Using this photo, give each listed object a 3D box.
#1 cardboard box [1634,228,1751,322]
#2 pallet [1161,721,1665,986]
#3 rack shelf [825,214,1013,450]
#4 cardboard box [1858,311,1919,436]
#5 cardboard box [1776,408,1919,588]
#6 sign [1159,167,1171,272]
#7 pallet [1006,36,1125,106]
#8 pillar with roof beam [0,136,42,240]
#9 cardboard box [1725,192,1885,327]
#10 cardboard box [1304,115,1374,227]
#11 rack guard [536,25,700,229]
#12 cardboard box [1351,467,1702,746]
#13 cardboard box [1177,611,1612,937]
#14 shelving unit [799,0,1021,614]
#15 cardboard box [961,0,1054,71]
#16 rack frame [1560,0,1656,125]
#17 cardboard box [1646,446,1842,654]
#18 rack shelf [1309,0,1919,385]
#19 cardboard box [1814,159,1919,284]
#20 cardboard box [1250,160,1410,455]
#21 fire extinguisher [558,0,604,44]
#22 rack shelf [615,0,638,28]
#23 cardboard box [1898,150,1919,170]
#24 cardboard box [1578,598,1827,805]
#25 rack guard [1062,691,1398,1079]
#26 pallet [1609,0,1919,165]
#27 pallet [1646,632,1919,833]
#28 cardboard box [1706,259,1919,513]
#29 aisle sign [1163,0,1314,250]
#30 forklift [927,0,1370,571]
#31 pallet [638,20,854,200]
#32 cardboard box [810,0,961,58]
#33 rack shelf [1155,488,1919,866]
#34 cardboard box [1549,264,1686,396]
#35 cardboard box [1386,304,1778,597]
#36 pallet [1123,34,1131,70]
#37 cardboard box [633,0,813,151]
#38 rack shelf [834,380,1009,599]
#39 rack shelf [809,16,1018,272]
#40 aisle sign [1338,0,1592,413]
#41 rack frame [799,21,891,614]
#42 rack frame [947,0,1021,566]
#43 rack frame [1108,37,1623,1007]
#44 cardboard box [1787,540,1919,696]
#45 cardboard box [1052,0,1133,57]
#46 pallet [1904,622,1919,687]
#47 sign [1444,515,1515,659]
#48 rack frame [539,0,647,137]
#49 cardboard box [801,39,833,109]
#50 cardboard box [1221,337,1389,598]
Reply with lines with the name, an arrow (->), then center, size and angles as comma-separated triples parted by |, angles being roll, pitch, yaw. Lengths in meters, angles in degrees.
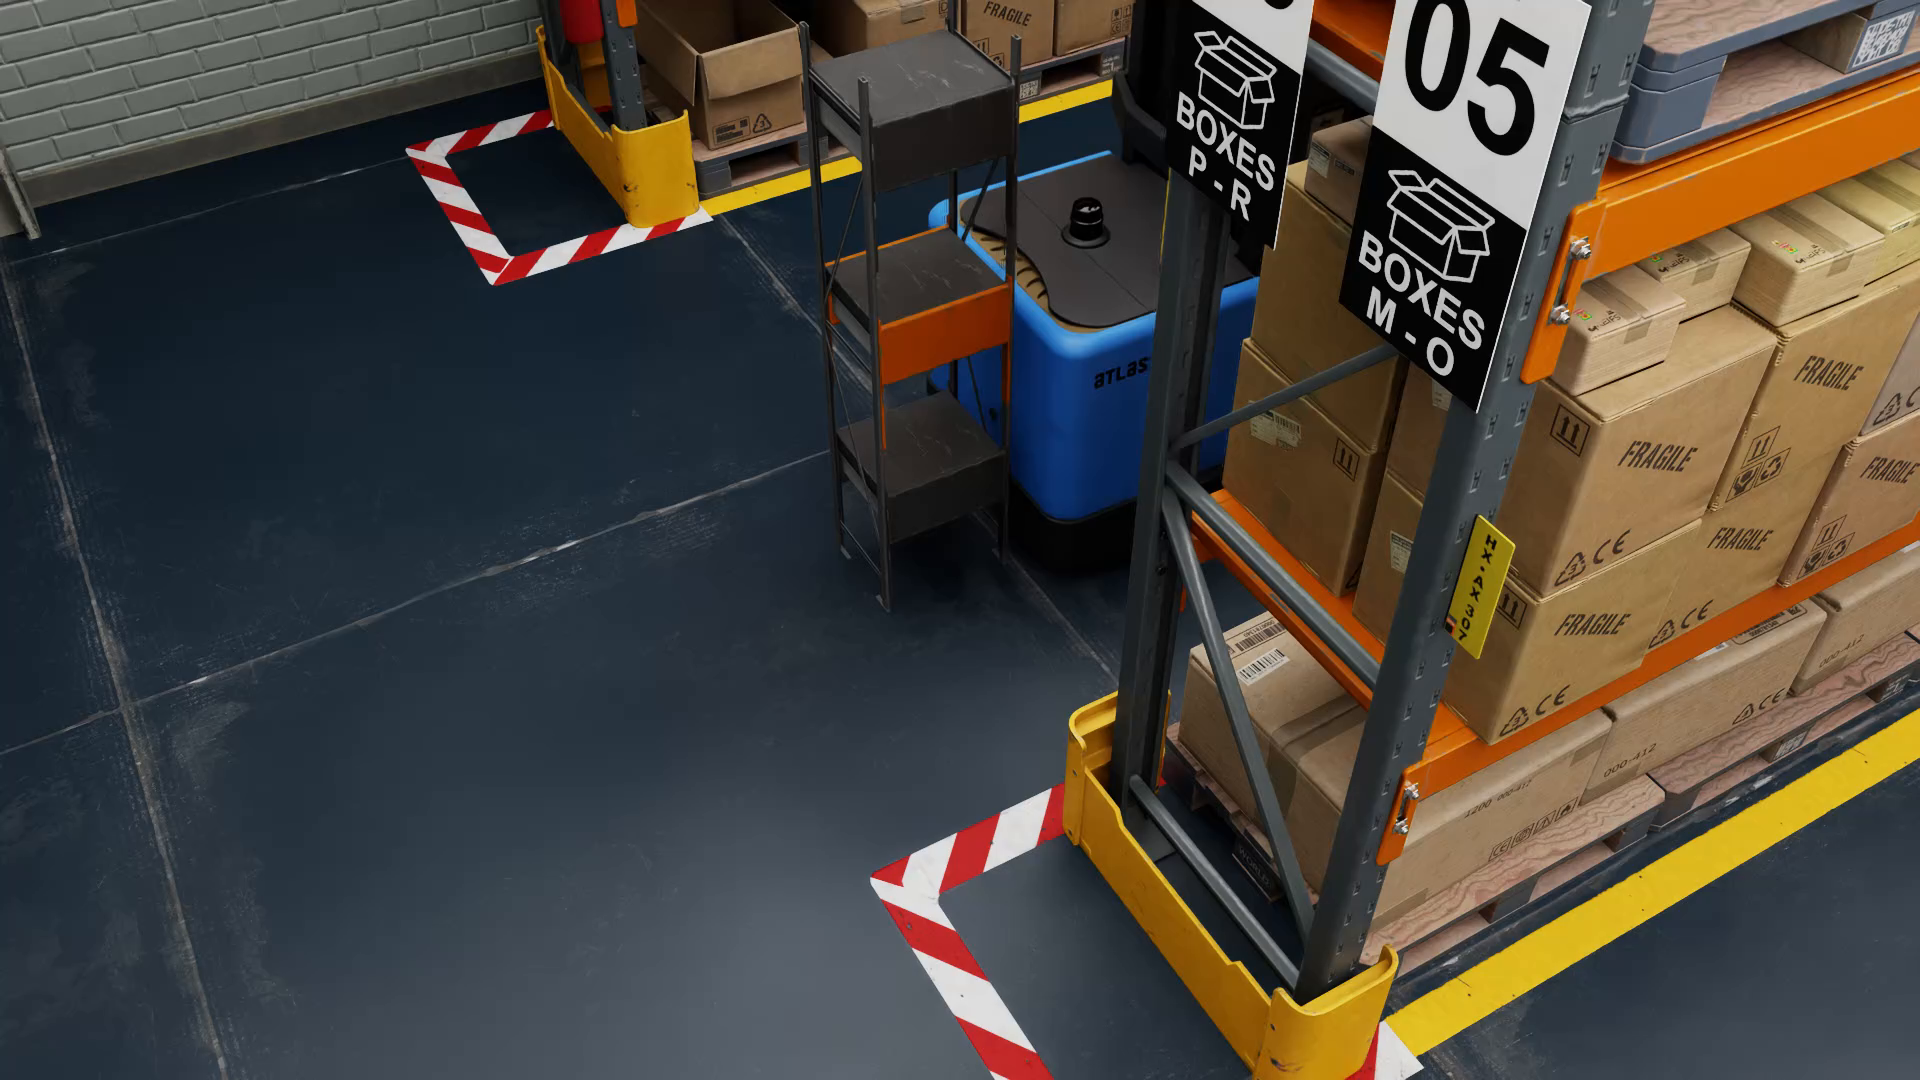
cardboard box -> 1.400, -0.618, 3.477 | 0.250, 0.149, 0.380 | -21, 48, -20
pallet -> 1.417, 0.776, 5.299 | 1.213, 0.211, 1.003 | -22, 48, -21
rack shelf -> -0.144, -0.686, 5.469 | 0.480, 0.518, 0.431 | -22, 48, -21
cardboard box -> 2.208, -0.656, 3.983 | 0.500, 0.500, 0.500 | -22, 48, -21
cardboard box -> 2.197, -0.287, 4.321 | 0.500, 0.500, 0.500 | -22, 48, -21
sign -> 0.504, -0.733, 3.850 | 0.005, 0.325, 0.100 | -22, 48, -21
pallet -> 0.100, -2.620, 8.798 | 1.213, 0.211, 1.003 | -22, 48, -21
pillar with roof beam -> -2.356, -2.059, 1.910 | 0.400, 9.000, 9.100 | -22, 48, -21
cardboard box -> 1.683, -0.639, 3.499 | 0.250, 0.149, 0.380 | -20, 48, -20
cardboard box -> 0.974, -0.773, 3.638 | 0.250, 0.149, 0.380 | -21, 48, -20
rack guard -> -1.647, -2.026, 7.978 | 0.348, 0.500, 1.175 | -22, 48, -21
cardboard box -> 1.322, 0.071, 3.952 | 0.500, 0.500, 0.500 | -22, 48, -21
cardboard box -> 1.285, 0.579, 5.038 | 0.875, 0.438, 0.875 | -23, 49, -22
shelving unit -> -0.144, -0.696, 5.460 | 0.503, 2.100, 0.431 | -22, 48, -21
cardboard box -> 0.133, -2.701, 8.373 | 0.500, 0.500, 0.500 | -21, 48, -20
rack frame -> 0.763, -2.053, 1.904 | 0.127, 3.000, 1.000 | -22, 48, -21
cardboard box -> 1.747, -0.122, 4.150 | 0.500, 0.500, 0.500 | -22, 48, -21
rack shelf -> 2.497, -1.413, 3.914 | 4.000, 0.370, 1.077 | -22, 48, -21
cardboard box -> 1.902, -0.741, 3.604 | 0.250, 0.149, 0.380 | -23, 49, -22
cardboard box -> 1.062, -0.606, 3.931 | 0.500, 0.500, 0.500 | -20, 48, -20
fire extinguisher -> -1.611, -2.405, 6.897 | 0.183, 0.674, 0.296 | -22, 48, -21
rack shelf -> 0.021, -3.332, 8.046 | 4.000, 0.370, 1.077 | -22, 48, -21
cardboard box -> 2.103, -0.864, 3.731 | 0.250, 0.149, 0.380 | -21, 48, -21
cardboard box -> 2.074, 0.256, 5.370 | 0.875, 0.438, 0.875 | -21, 48, -20
rack guard -> 0.742, 1.005, 4.856 | 0.348, 0.500, 1.175 | -22, 48, -21
pallet -> 1.401, -1.209, 3.251 | 1.213, 0.211, 1.003 | -22, 48, -21
pallet -> 2.474, 0.355, 5.733 | 1.213, 0.211, 1.003 | -22, 48, -21
cardboard box -> 1.765, -0.473, 3.794 | 0.500, 0.500, 0.500 | -23, 49, -22
aisle sign -> 0.546, -0.996, 3.255 | 0.004, 0.787, 0.394 | -22, 48, -21
forklift -> 1.412, -1.689, 5.886 | 3.031, 2.935, 1.130 | -21, 48, -20
pallet -> -0.957, -2.199, 8.365 | 1.213, 0.211, 1.003 | -22, 48, -21
cardboard box -> -0.375, -2.578, 8.246 | 0.500, 0.500, 0.700 | -20, 48, -19
rack shelf -> 2.497, -0.336, 4.959 | 4.000, 0.370, 1.077 | -22, 48, -21
cardboard box -> 1.208, -0.484, 3.339 | 0.250, 0.149, 0.380 | -21, 48, -20
cardboard box -> 1.321, -0.290, 3.605 | 0.500, 0.500, 0.500 | -23, 49, -22
pallet -> 1.159, -3.046, 9.237 | 1.213, 0.211, 1.003 | -22, 48, -21
cardboard box -> -1.136, -2.306, 7.964 | 0.637, 0.503, 0.797 | -24, 49, -22
rack shelf -> -0.144, -0.184, 5.957 | 0.480, 0.518, 0.431 | -22, 48, -21
rack shelf -> -0.144, -1.189, 4.982 | 0.480, 0.518, 0.431 | -22, 48, -21
aisle sign -> 0.845, -0.633, 2.882 | 0.004, 0.787, 0.394 | -22, 48, -21
rack frame -> -0.355, -0.611, 5.372 | 0.015, 2.100, 0.400 | -22, 48, -21
rack frame -> 0.068, -0.781, 5.547 | 0.015, 2.100, 0.400 | -22, 48, -21
rack frame -> 0.763, 0.100, 3.994 | 0.127, 3.000, 1.000 | -22, 48, -21
cardboard box -> 2.857, -0.055, 5.692 | 0.875, 0.438, 0.875 | -23, 49, -22
cardboard box -> 0.525, -2.938, 8.617 | 0.500, 0.500, 0.700 | -24, 49, -22
pallet -> 3.533, -0.071, 6.172 | 1.213, 0.211, 1.003 | -22, 48, -21
sign -> 1.034, 0.098, 3.317 | 0.005, 0.325, 0.100 | -22, 48, -21
rack frame -> -1.713, -2.896, 7.081 | 0.127, 3.000, 1.000 | -22, 48, -21
cardboard box -> -0.748, -2.303, 8.215 | 0.250, 0.149, 0.380 | -24, 49, -22
cardboard box -> 1.049, -0.263, 4.296 | 0.500, 0.500, 0.500 | -22, 48, -21
